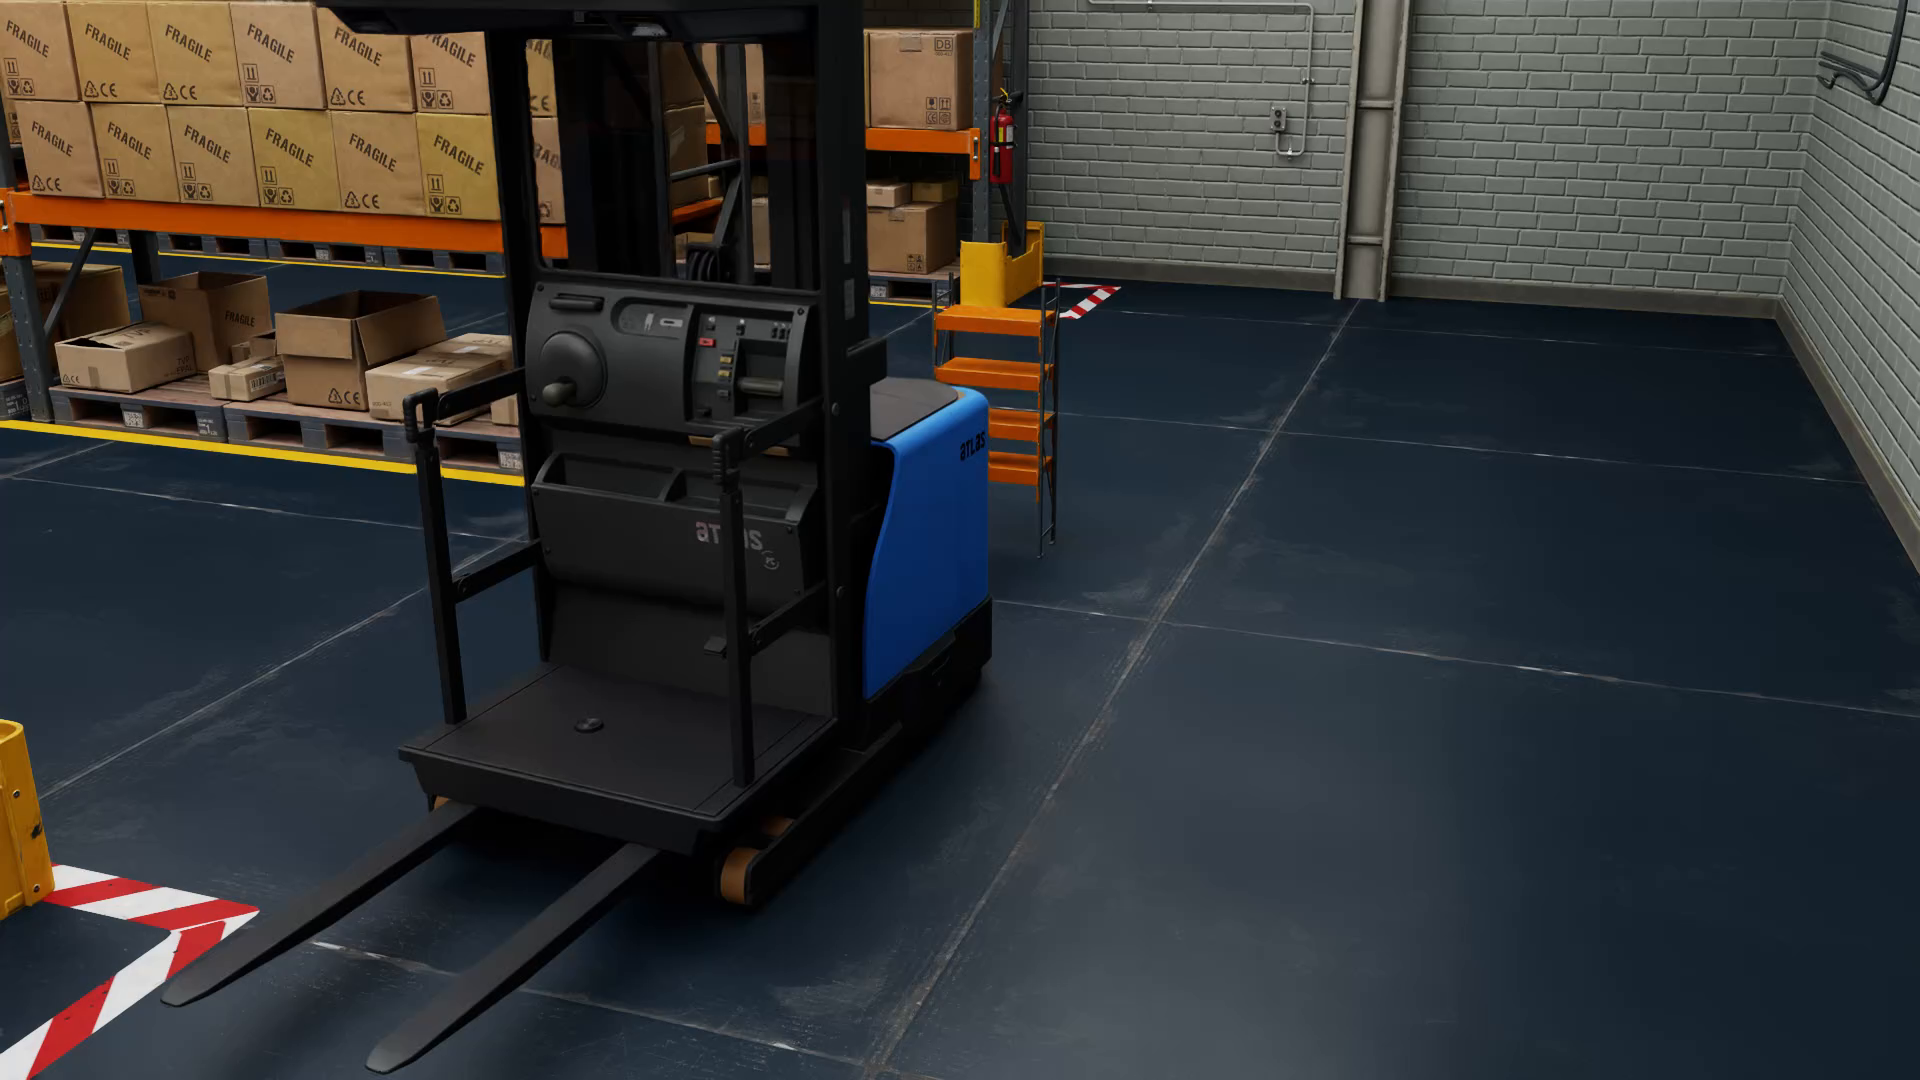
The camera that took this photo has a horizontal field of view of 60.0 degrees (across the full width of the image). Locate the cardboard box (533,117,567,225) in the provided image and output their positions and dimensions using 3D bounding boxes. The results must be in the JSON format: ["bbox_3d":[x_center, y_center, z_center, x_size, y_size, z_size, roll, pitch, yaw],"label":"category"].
[{"bbox_3d":[-1.819,-1.818,8.083,0.500,0.500,0.500,7,20,20],"label":"cardboard box"}]

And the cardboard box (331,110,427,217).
[{"bbox_3d":[-2.779,-1.929,8.400,0.500,0.500,0.500,7,20,18],"label":"cardboard box"}]

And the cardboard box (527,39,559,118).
[{"bbox_3d":[-1.817,-2.289,7.915,0.500,0.500,0.500,6,20,18],"label":"cardboard box"}]

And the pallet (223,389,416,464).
[{"bbox_3d":[-3.280,-0.717,9.311,1.213,0.211,1.003,7,20,18],"label":"pallet"}]

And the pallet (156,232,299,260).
[{"bbox_3d":[-6.521,-2.786,15.249,1.213,0.211,1.003,7,20,18],"label":"pallet"}]

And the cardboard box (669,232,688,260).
[{"bbox_3d":[-2.316,-2.630,13.723,0.500,0.500,0.700,6,20,18],"label":"cardboard box"}]

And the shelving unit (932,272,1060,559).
[{"bbox_3d":[0.156,-0.549,7.327,0.503,1.200,0.258,7,20,18],"label":"shelving unit"}]

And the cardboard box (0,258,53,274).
[{"bbox_3d":[-5.969,-1.449,10.304,0.500,0.500,0.500,7,20,19],"label":"cardboard box"}]

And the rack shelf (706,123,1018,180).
[{"bbox_3d":[-1.573,-3.224,13.361,4.000,0.370,1.077,7,20,18],"label":"rack shelf"}]

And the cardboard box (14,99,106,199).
[{"bbox_3d":[-4.693,-2.147,9.025,0.500,0.500,0.500,7,20,19],"label":"cardboard box"}]

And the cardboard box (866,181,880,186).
[{"bbox_3d":[-0.801,-2.701,12.942,0.250,0.149,0.380,7,20,20],"label":"cardboard box"}]

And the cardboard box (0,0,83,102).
[{"bbox_3d":[-4.732,-2.620,8.865,0.500,0.500,0.500,7,20,19],"label":"cardboard box"}]

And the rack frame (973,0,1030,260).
[{"bbox_3d":[0.316,-3.348,12.623,0.127,3.000,1.000,7,20,18],"label":"rack frame"}]

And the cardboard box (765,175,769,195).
[{"bbox_3d":[-1.393,-2.901,13.517,0.250,0.149,0.380,7,20,19],"label":"cardboard box"}]

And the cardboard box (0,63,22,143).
[{"bbox_3d":[-5.459,-2.605,9.703,0.500,0.500,0.700,0,19,0],"label":"cardboard box"}]

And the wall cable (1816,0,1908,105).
[{"bbox_3d":[5.541,-3.992,10.075,0.112,2.526,3.097,7,20,18],"label":"wall cable"}]

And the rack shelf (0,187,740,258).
[{"bbox_3d":[-3.195,-1.683,8.941,4.000,0.370,1.077,7,20,18],"label":"rack shelf"}]

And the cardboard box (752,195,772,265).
[{"bbox_3d":[-1.326,-2.518,13.403,0.500,0.500,0.700,6,20,16],"label":"cardboard box"}]

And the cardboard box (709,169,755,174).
[{"bbox_3d":[-1.876,-2.957,13.675,0.250,0.149,0.380,7,20,19],"label":"cardboard box"}]

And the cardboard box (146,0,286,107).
[{"bbox_3d":[-3.759,-2.509,8.545,0.500,0.500,0.500,6,20,16],"label":"cardboard box"}]

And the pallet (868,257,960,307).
[{"bbox_3d":[-0.465,-2.093,13.260,1.213,0.211,1.003,7,20,18],"label":"pallet"}]

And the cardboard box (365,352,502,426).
[{"bbox_3d":[-2.788,-0.810,8.853,0.500,0.250,0.500,7,20,18],"label":"cardboard box"}]

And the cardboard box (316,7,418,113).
[{"bbox_3d":[-2.786,-2.398,8.227,0.500,0.500,0.500,7,20,20],"label":"cardboard box"}]

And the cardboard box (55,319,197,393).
[{"bbox_3d":[-4.759,-1.065,9.490,0.500,0.311,0.500,7,20,18],"label":"cardboard box"}]

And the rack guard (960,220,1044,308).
[{"bbox_3d":[0.339,-2.165,13.027,0.348,0.500,1.175,7,20,18],"label":"rack guard"}]

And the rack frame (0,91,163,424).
[{"bbox_3d":[-5.085,-2.239,9.443,0.127,3.000,1.000,7,20,18],"label":"rack frame"}]

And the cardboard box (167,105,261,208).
[{"bbox_3d":[-3.736,-2.037,8.712,0.500,0.500,0.500,6,20,18],"label":"cardboard box"}]

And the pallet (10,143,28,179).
[{"bbox_3d":[-5.804,-2.269,9.819,1.213,0.211,1.003,7,20,18],"label":"pallet"}]

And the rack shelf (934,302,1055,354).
[{"bbox_3d":[0.156,-0.920,7.198,0.480,0.148,0.258,7,20,18],"label":"rack shelf"}]

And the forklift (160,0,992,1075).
[{"bbox_3d":[-0.939,-0.521,4.619,1.130,2.935,3.031,8,21,22],"label":"forklift"}]

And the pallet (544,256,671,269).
[{"bbox_3d":[-2.770,-2.356,14.016,1.213,0.211,1.003,7,20,18],"label":"pallet"}]

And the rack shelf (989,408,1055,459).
[{"bbox_3d":[0.156,-0.485,7.350,0.480,0.148,0.258,7,20,18],"label":"rack shelf"}]

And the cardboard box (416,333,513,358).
[{"bbox_3d":[-2.671,-0.971,9.315,0.500,0.250,0.500,7,20,18],"label":"cardboard box"}]

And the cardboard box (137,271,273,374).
[{"bbox_3d":[-4.453,-1.293,9.858,0.500,0.500,0.500,7,20,18],"label":"cardboard box"}]

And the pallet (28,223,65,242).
[{"bbox_3d":[-9.127,-3.112,16.184,1.213,0.211,1.003,7,20,18],"label":"pallet"}]

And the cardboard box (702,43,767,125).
[{"bbox_3d":[-1.577,-3.702,13.183,0.700,0.700,0.980,6,20,15],"label":"cardboard box"}]

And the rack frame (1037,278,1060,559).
[{"bbox_3d":[0.387,-0.522,7.252,0.015,1.200,0.240,7,20,18],"label":"rack frame"}]

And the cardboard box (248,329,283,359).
[{"bbox_3d":[-3.745,-1.123,9.657,0.500,0.311,0.500,7,20,18],"label":"cardboard box"}]

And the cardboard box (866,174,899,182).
[{"bbox_3d":[-0.673,-2.820,13.282,0.250,0.149,0.380,7,20,18],"label":"cardboard box"}]

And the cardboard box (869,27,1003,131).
[{"bbox_3d":[-0.169,-3.541,12.723,0.700,0.700,0.980,7,21,21],"label":"cardboard box"}]

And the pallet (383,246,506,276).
[{"bbox_3d":[-4.216,-2.523,14.493,1.213,0.211,1.003,7,20,18],"label":"pallet"}]
